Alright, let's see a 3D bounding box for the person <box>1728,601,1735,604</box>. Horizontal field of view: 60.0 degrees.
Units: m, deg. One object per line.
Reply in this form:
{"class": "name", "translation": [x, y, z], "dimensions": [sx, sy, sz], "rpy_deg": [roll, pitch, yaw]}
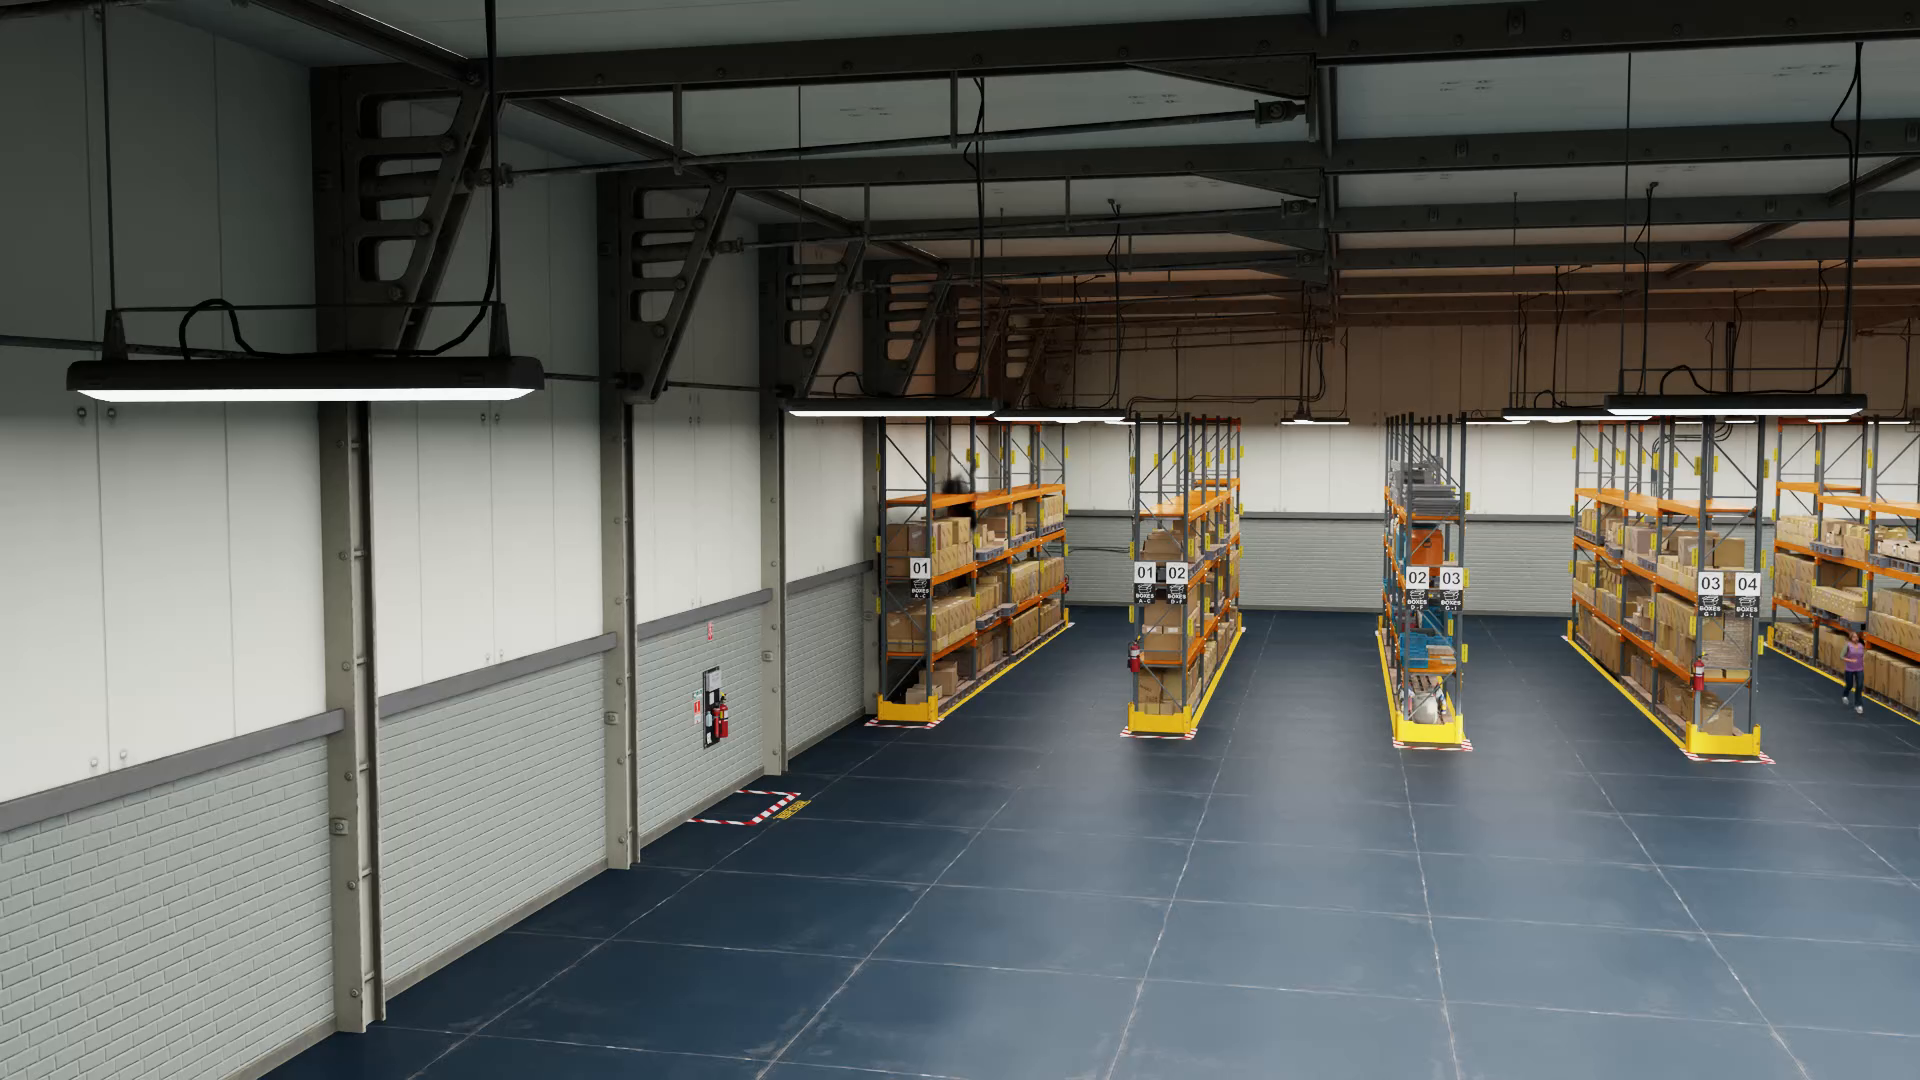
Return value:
{"class": "person", "translation": [20.526, 1.871, 44.470], "dimensions": [0.552, 1.695, 0.788], "rpy_deg": [-2, 4, -22]}

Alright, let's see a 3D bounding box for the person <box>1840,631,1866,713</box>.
{"class": "person", "translation": [18.016, 2.652, 33.543], "dimensions": [0.543, 1.574, 0.862], "rpy_deg": [1, 4, 10]}
